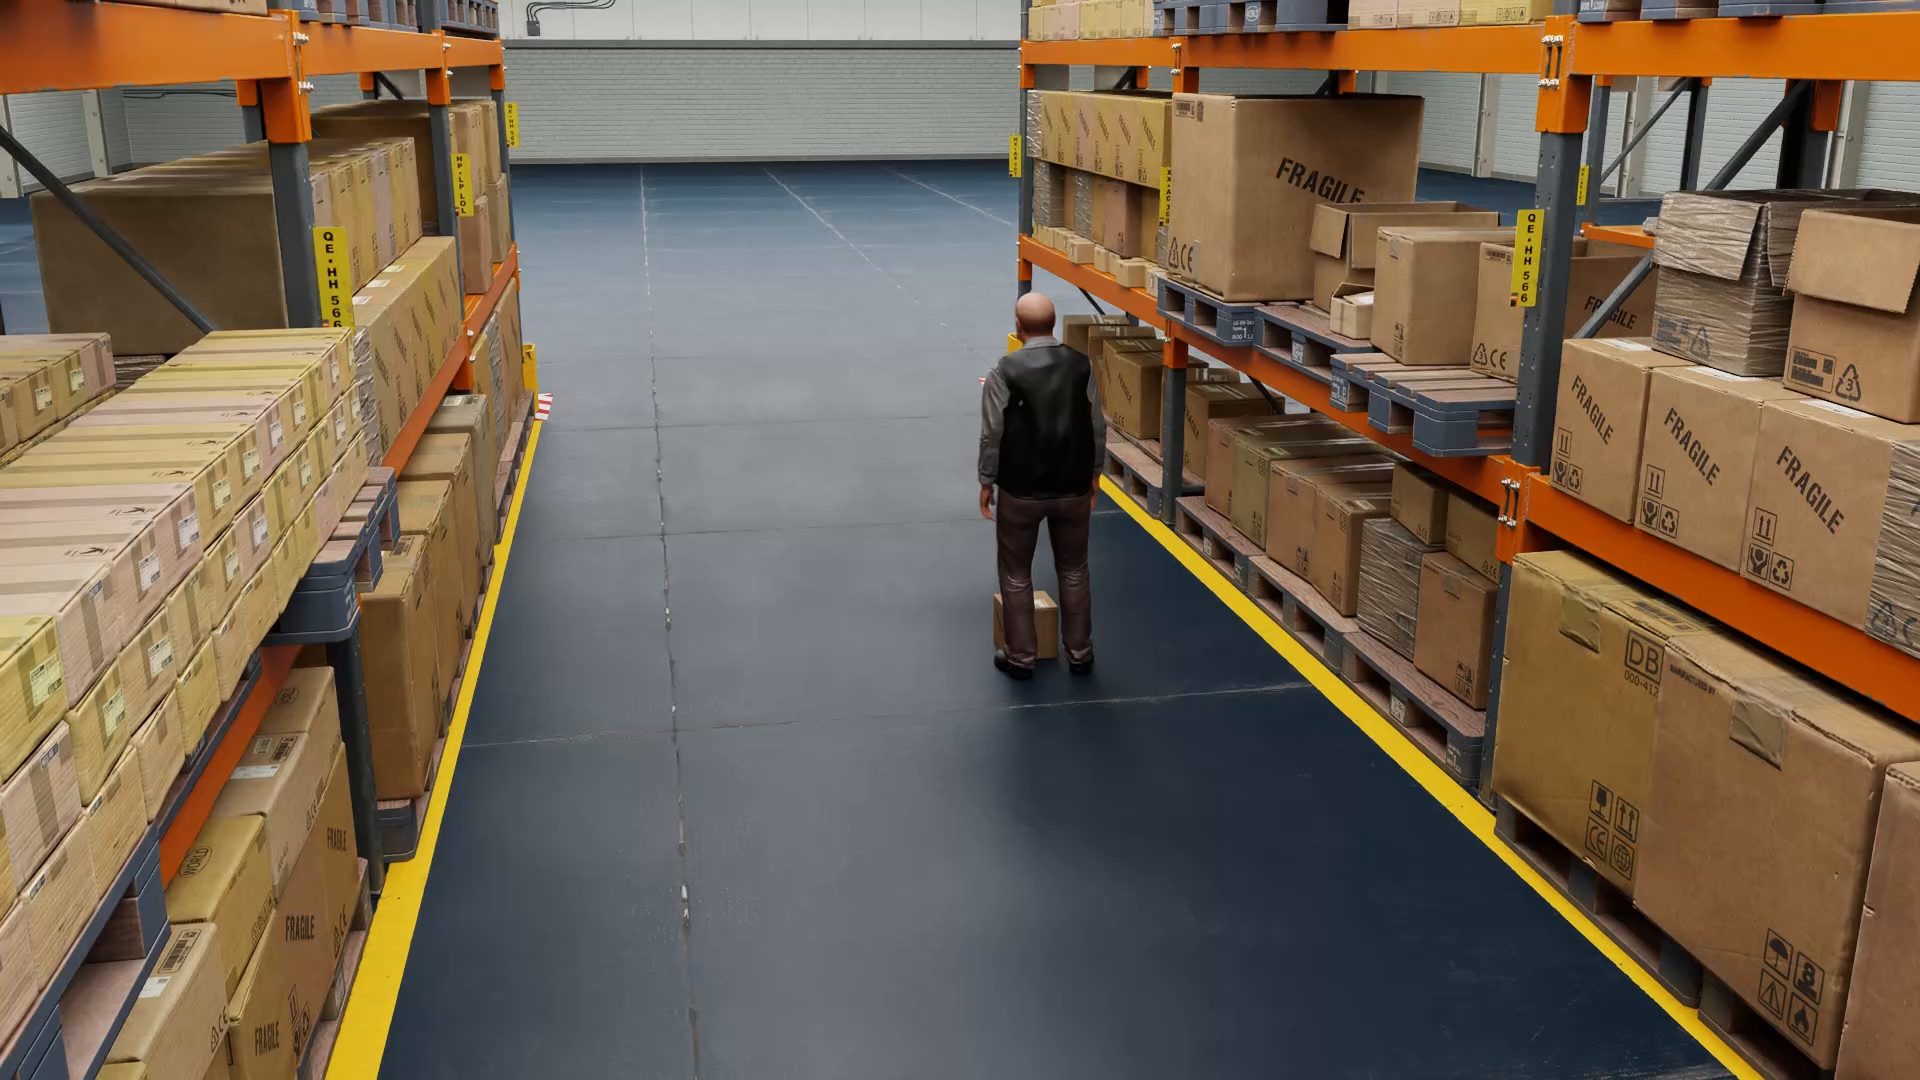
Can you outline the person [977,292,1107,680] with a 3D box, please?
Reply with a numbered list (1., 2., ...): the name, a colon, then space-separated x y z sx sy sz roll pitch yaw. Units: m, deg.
1. person: 0.365 -0.224 7.350 0.589 1.720 0.422 -4 17 -14
